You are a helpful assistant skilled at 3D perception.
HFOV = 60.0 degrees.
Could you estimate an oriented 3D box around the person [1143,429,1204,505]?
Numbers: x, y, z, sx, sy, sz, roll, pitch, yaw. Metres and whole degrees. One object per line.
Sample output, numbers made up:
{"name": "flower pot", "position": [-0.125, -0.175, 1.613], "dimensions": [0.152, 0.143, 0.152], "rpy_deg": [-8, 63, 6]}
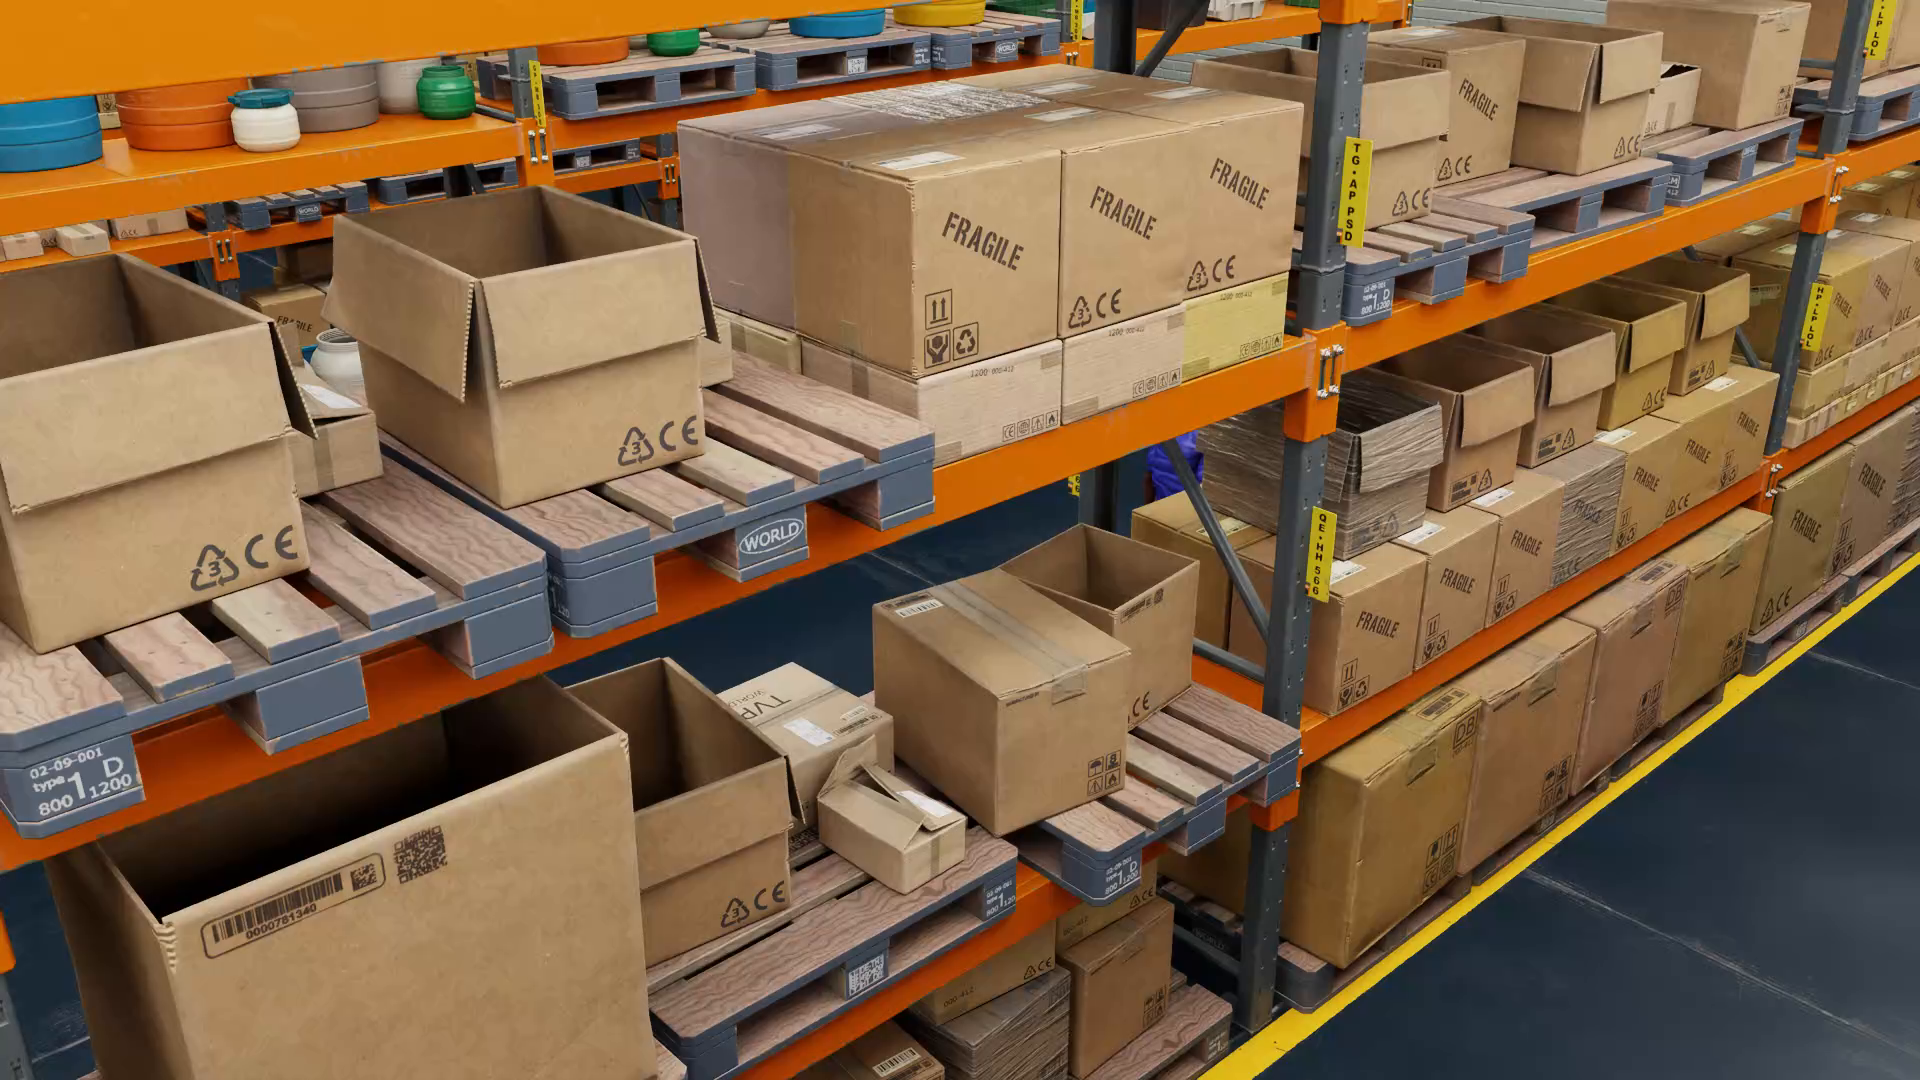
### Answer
{"name": "person", "position": [1.172, -0.042, 8.703], "dimensions": [0.349, 1.655, 0.508], "rpy_deg": [-21, 32, -39]}
